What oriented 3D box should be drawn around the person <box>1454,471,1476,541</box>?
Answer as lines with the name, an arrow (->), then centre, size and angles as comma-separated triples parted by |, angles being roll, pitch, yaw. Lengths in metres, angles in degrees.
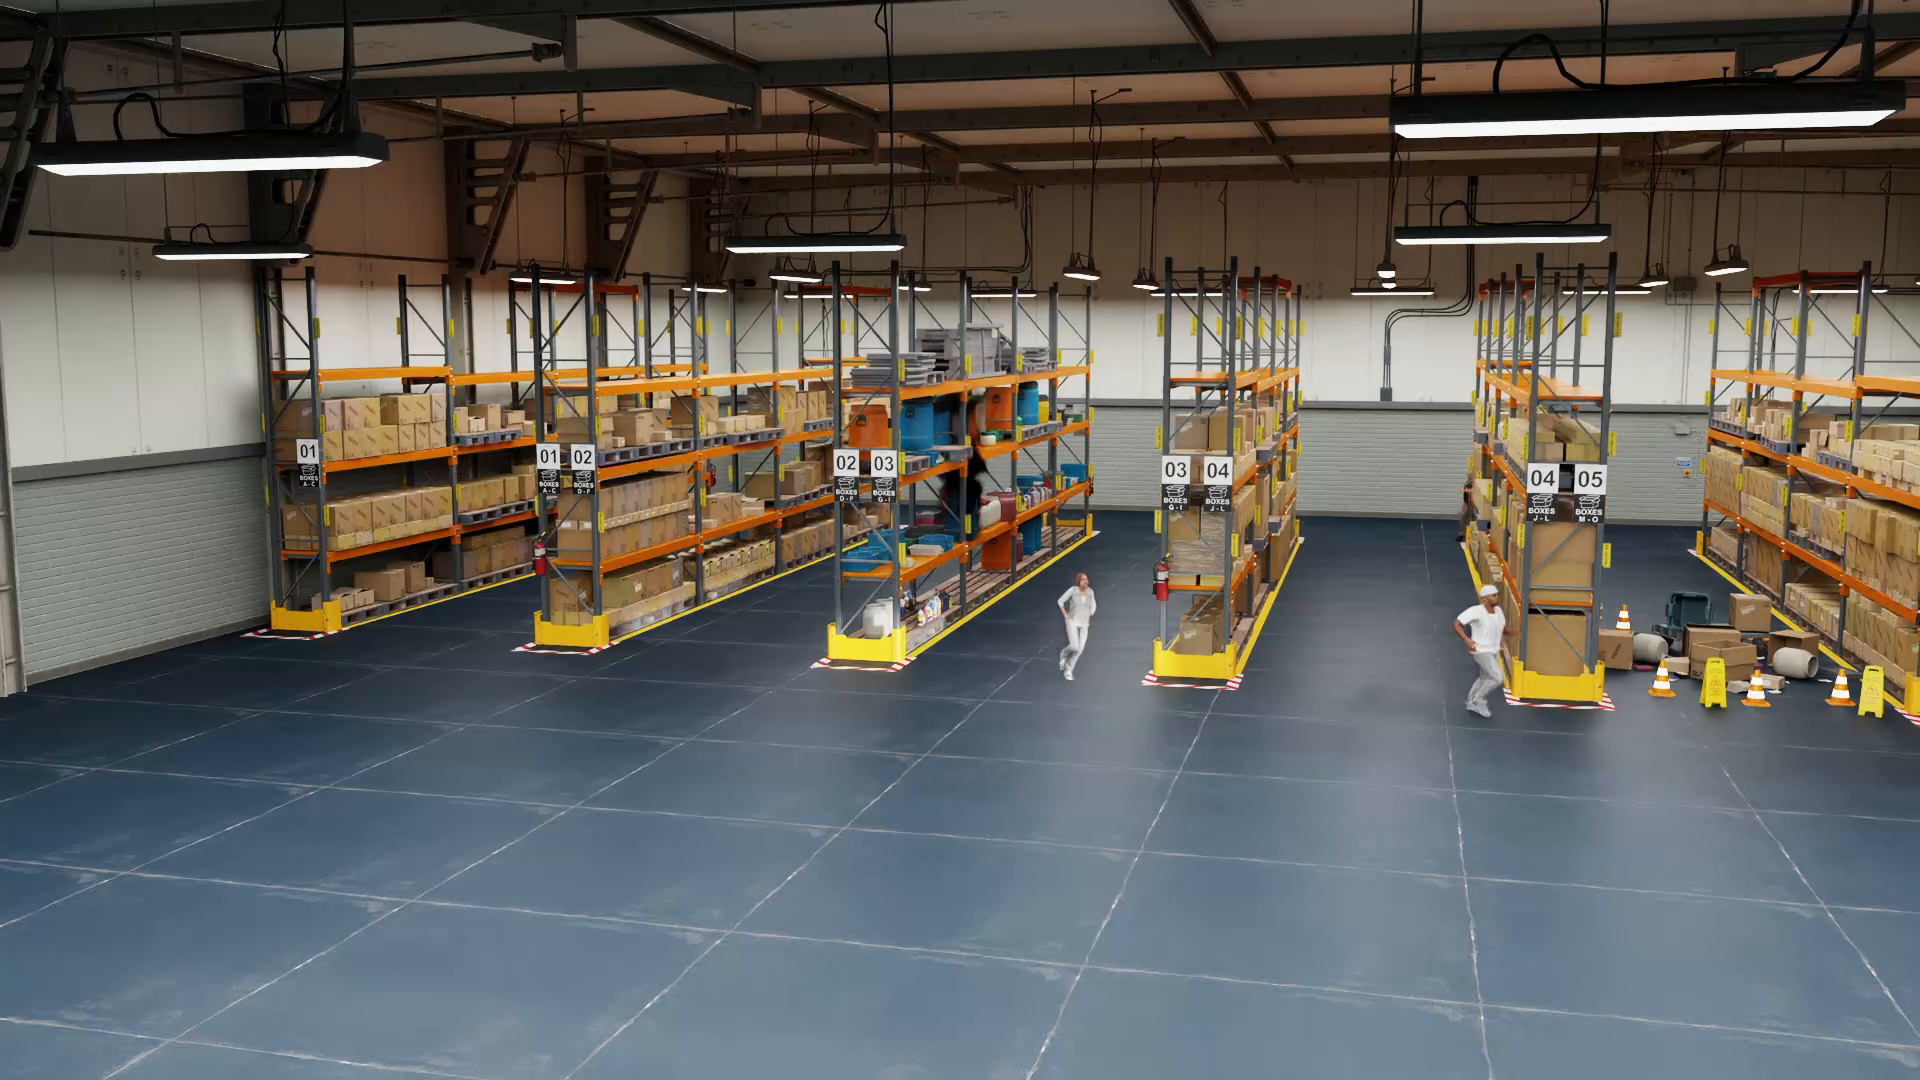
person -> 12.141, -0.836, 39.322 | 0.865, 1.764, 0.638 | -2, 8, -16

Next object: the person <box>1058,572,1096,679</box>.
person -> 1.703, 1.227, 23.897 | 0.527, 1.547, 0.537 | -3, 8, -19

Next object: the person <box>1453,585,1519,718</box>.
person -> 6.775, 1.438, 21.385 | 0.755, 1.733, 0.742 | -6, 9, -38
